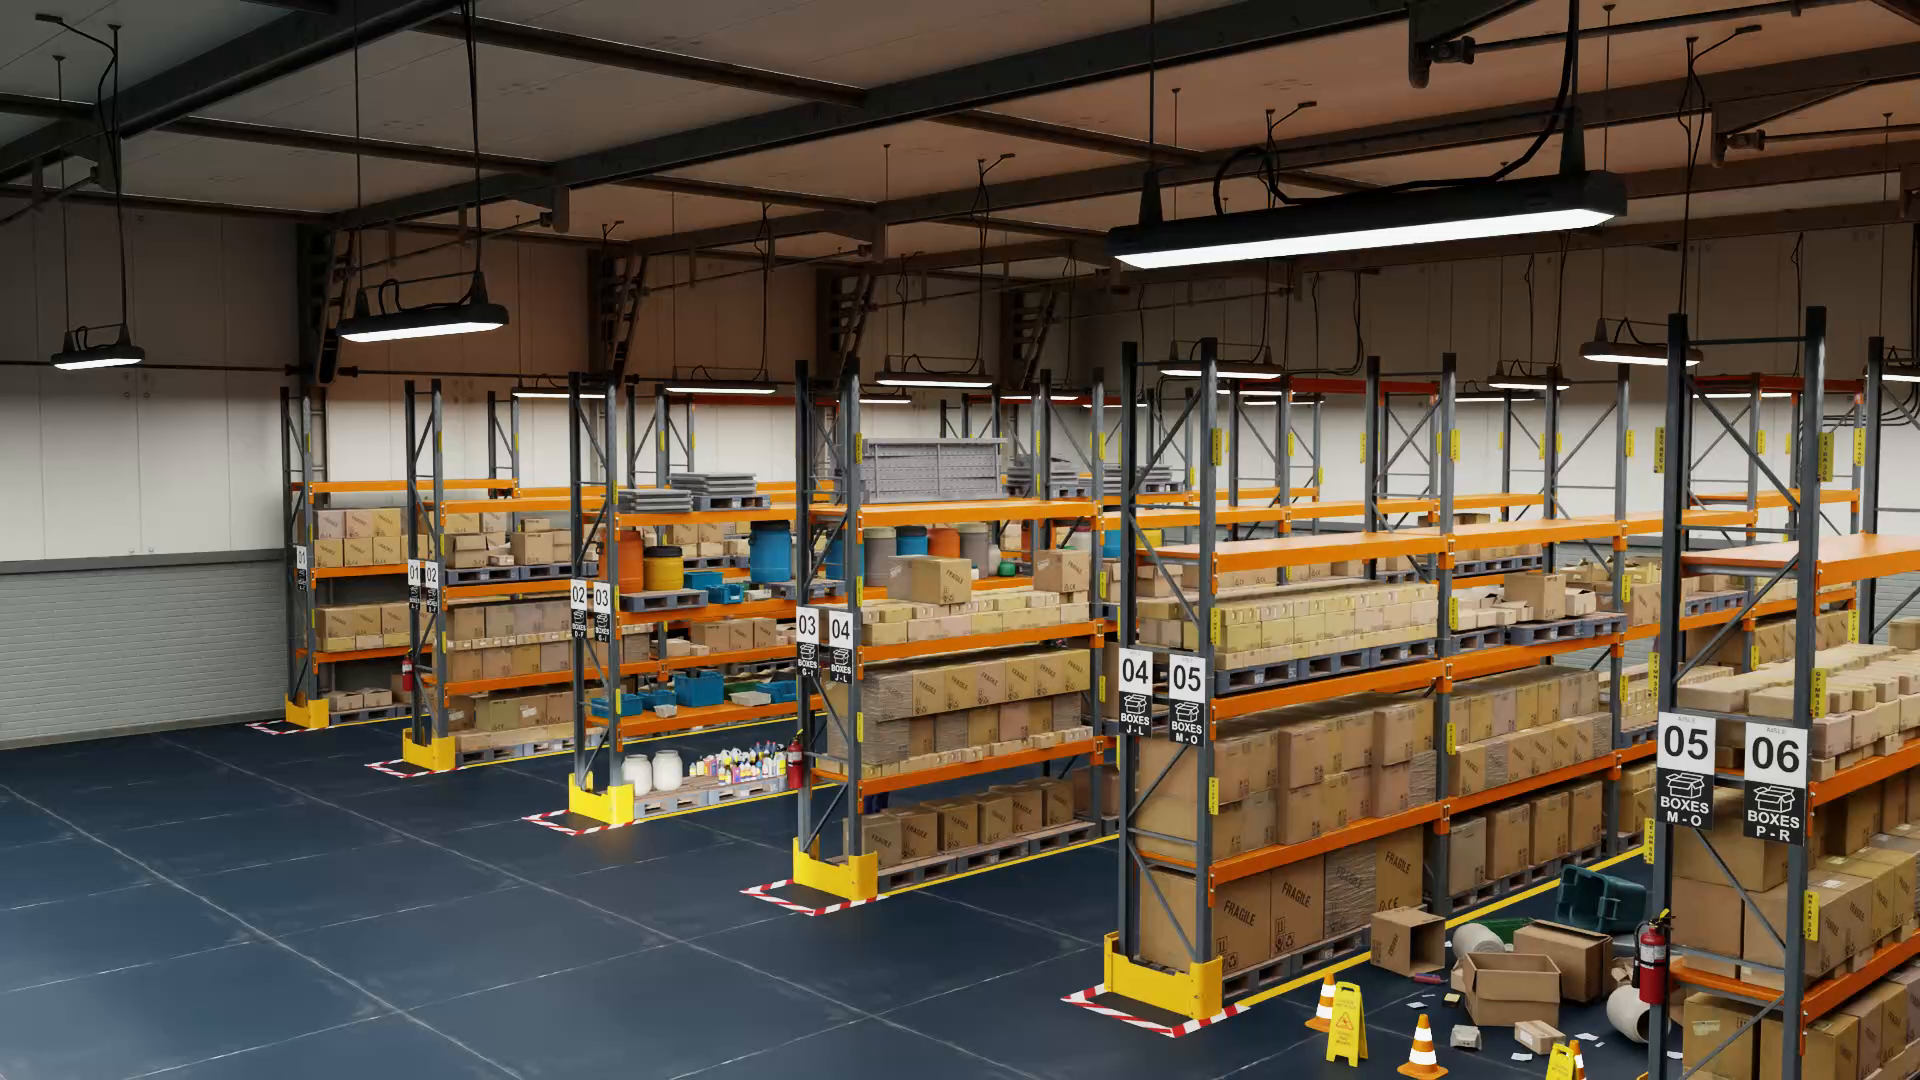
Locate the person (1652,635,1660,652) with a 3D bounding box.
[{"bbox_3d":[13.491,2.266,31.839,0.423,1.808,0.640,-3,5,-42],"label":"person"}]

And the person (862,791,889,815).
[{"bbox_3d":[-1.151,2.939,22.218,0.391,1.669,0.626,2,4,33],"label":"person"}]

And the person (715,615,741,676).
[{"bbox_3d":[-4.462,2.259,31.912,0.554,1.736,0.396,-3,5,-37],"label":"person"}]
